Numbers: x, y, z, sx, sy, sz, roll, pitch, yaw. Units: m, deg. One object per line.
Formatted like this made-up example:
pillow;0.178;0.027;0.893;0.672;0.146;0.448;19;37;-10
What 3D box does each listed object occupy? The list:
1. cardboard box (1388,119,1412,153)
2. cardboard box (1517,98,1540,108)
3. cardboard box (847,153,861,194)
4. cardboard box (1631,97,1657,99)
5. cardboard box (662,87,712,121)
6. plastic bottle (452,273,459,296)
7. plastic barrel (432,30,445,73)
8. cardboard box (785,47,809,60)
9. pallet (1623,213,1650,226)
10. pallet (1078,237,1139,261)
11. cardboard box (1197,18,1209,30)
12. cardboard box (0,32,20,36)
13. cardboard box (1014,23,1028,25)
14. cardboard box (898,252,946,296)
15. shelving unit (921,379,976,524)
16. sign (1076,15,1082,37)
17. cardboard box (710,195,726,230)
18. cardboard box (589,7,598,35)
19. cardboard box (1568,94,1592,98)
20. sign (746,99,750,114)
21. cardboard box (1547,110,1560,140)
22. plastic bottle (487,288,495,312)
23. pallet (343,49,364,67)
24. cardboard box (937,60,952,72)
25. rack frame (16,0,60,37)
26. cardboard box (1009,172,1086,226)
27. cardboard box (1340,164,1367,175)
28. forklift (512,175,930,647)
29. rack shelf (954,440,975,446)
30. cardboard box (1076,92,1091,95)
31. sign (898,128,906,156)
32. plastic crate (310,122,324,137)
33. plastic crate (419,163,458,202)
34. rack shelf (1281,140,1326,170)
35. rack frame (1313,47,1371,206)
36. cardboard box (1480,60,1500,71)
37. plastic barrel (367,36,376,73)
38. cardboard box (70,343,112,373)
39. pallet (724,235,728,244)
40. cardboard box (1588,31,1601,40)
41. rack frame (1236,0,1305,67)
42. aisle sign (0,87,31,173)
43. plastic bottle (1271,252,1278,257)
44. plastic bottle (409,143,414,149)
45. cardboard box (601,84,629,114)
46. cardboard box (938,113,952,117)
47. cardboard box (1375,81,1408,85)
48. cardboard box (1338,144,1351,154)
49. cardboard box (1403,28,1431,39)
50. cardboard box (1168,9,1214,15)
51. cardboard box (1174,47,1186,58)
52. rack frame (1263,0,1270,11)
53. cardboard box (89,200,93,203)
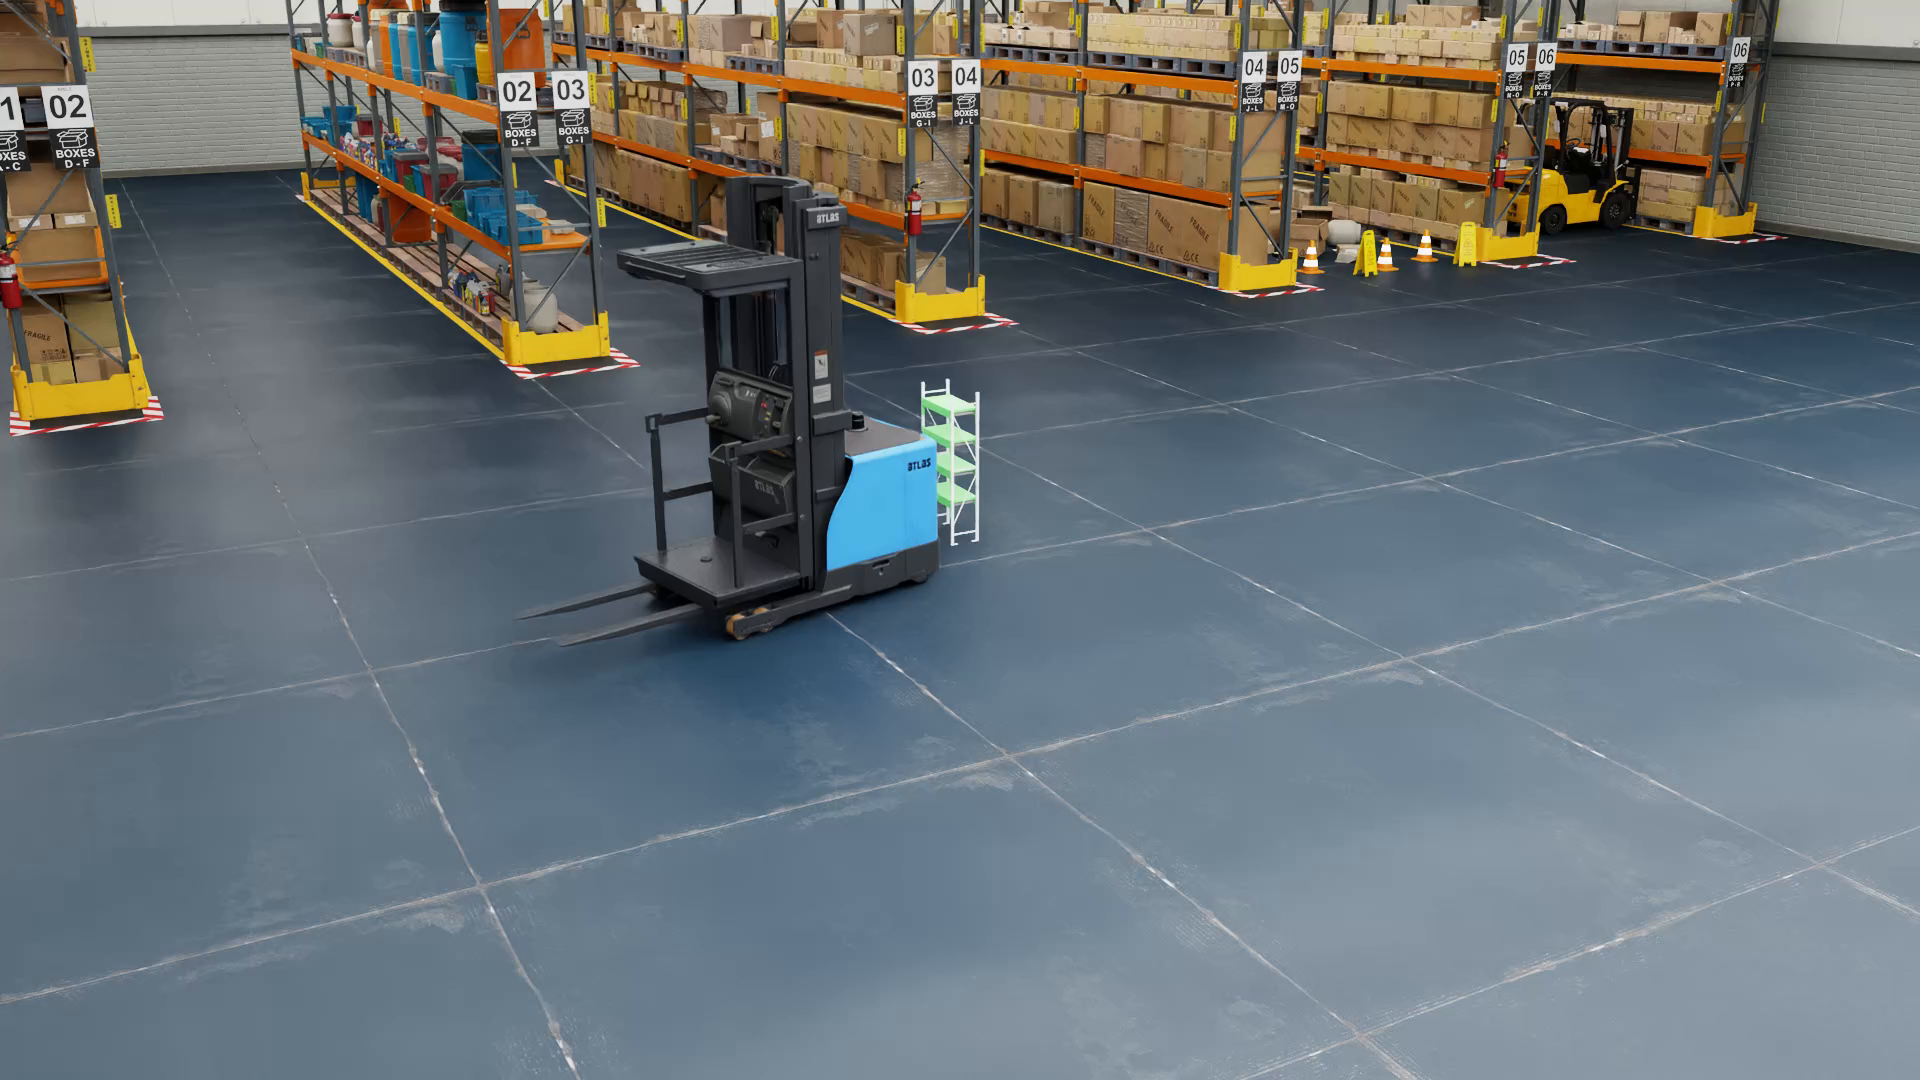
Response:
cardboard box;7.313;-6.553;26.916;0.500;0.500;0.500;-10;21;-26
cardboard box;10.615;-8.151;31.007;0.380;0.149;0.250;-9;21;-25
cardboard box;-0.995;-4.906;22.140;0.875;0.500;0.500;-10;21;-27
cardboard box;12.063;-7.733;29.340;0.380;0.149;0.250;-9;21;-25
cardboard box;-4.654;-7.498;28.572;0.797;0.503;0.637;-9;21;-25
plastic bottle;-6.531;-3.334;21.696;0.152;0.276;0.135;-9;21;-25
plastic barrel;-6.442;-6.177;21.019;0.421;0.512;0.421;0;19;0
cardboard box;-2.232;-6.823;23.327;0.380;0.149;0.250;-11;22;-28
pallet;11.897;-5.830;29.703;1.003;0.211;1.213;-10;21;-27
pallet;2.590;-4.619;26.195;1.003;0.211;1.213;-10;21;-27
cardboard box;3.500;-7.131;22.966;0.380;0.149;0.250;-10;21;-26
cardboard box;-10.828;-5.440;18.687;0.500;0.500;0.500;-8;21;-22
cardboard box;1.159;-8.684;28.441;0.500;0.311;0.500;-10;21;-27
cardboard box;-0.497;-3.479;21.804;0.500;0.500;0.500;-6;20;-17
shelving unit;-0.081;-0.616;13.078;0.258;1.200;0.492;-10;21;-27
sign;1.825;-7.892;25.531;0.100;0.325;0.005;-10;21;-27
cardboard box;-3.679;-5.414;27.380;0.700;0.500;0.500;-11;22;-30
cardboard box;-6.590;-9.807;31.404;0.700;0.500;0.500;-9;21;-24
cardboard box;11.196;-7.958;29.991;0.380;0.149;0.250;-10;22;-28
sign;-3.541;-7.174;27.668;0.100;0.325;0.005;-10;21;-27
cardboard box;10.954;-7.613;30.442;0.500;0.500;0.500;-11;22;-28
plastic bottle;-5.835;-2.990;20.687;0.061;0.283;0.133;-10;21;-27
pallet;-9.273;-7.752;26.688;1.003;0.211;1.213;-10;21;-27
cardboard box;-0.143;-5.931;20.741;0.380;0.149;0.250;-10;21;-27
rack frame;-12.734;-7.880;22.171;1.000;3.000;0.127;-10;21;-27
cardboard box;1.469;-5.745;27.986;1.050;0.750;0.750;-10;21;-27
cardboard box;6.656;-6.267;28.123;0.380;0.149;0.250;-10;21;-26
forklift;-1.600;-0.910;11.276;3.031;2.935;1.121;-16;24;-38
rack shelf;-0.079;-0.808;13.007;0.199;0.029;0.442;-10;21;-27
cardboard box;2.768;-9.256;34.819;0.500;0.250;0.500;-11;22;-28
sign;-0.714;-4.897;20.465;0.100;0.325;0.005;-10;21;-27
plastic crate;-11.719;-7.556;30.594;0.416;0.233;0.300;-10;21;-27
plastic crate;-6.973;-4.783;22.297;0.402;0.464;0.583;-10;21;-27
rack shelf;5.657;-7.198;30.495;1.077;0.370;4.000;-10;21;-27
rack frame;6.606;-6.964;28.714;1.000;3.000;0.127;-10;21;-27
cardboard box;8.090;-7.174;25.109;0.380;0.149;0.250;-10;21;-26
plastic barrel;-8.496;-7.144;24.466;0.421;0.512;0.421;0;19;0
cardboard box;-9.235;-1.977;17.834;0.500;0.250;0.500;-10;21;-27
pallet;-3.069;-4.684;26.383;1.003;0.211;1.213;-10;21;-27
cardboard box;11.284;-8.882;29.263;0.380;0.149;0.250;-9;21;-25
rack frame;4.198;-7.856;22.101;1.000;3.000;0.127;-10;21;-27
aisle sign;-9.163;-3.912;15.883;0.394;0.787;0.004;-10;21;-27
plastic bottle;4.965;-4.445;25.921;0.283;0.061;0.133;16;25;39
plastic bottle;-8.874;-6.292;26.965;0.097;0.271;0.097;0;19;0
cardboard box;-6.367;-8.240;31.037;0.500;0.500;0.500;-9;21;-25
cardboard box;-0.237;-7.608;29.866;0.380;0.149;0.250;-9;21;-26
cardboard box;8.967;-9.300;34.686;0.500;0.500;0.500;-9;21;-24
cardboard box;6.639;-6.640;28.162;0.380;0.149;0.250;-9;21;-25
cardboard box;7.280;-8.065;26.471;0.380;0.149;0.250;-10;21;-26
cardboard box;4.395;-9.862;31.713;0.797;0.503;0.637;-11;22;-30
cardboard box;3.258;-6.900;23.518;0.380;0.149;0.250;-10;22;-27
rack frame;7.174;-12.866;36.622;1.000;3.000;0.127;-10;21;-27
cardboard box;-9.295;-3.467;17.432;0.380;0.149;0.250;-10;22;-27
